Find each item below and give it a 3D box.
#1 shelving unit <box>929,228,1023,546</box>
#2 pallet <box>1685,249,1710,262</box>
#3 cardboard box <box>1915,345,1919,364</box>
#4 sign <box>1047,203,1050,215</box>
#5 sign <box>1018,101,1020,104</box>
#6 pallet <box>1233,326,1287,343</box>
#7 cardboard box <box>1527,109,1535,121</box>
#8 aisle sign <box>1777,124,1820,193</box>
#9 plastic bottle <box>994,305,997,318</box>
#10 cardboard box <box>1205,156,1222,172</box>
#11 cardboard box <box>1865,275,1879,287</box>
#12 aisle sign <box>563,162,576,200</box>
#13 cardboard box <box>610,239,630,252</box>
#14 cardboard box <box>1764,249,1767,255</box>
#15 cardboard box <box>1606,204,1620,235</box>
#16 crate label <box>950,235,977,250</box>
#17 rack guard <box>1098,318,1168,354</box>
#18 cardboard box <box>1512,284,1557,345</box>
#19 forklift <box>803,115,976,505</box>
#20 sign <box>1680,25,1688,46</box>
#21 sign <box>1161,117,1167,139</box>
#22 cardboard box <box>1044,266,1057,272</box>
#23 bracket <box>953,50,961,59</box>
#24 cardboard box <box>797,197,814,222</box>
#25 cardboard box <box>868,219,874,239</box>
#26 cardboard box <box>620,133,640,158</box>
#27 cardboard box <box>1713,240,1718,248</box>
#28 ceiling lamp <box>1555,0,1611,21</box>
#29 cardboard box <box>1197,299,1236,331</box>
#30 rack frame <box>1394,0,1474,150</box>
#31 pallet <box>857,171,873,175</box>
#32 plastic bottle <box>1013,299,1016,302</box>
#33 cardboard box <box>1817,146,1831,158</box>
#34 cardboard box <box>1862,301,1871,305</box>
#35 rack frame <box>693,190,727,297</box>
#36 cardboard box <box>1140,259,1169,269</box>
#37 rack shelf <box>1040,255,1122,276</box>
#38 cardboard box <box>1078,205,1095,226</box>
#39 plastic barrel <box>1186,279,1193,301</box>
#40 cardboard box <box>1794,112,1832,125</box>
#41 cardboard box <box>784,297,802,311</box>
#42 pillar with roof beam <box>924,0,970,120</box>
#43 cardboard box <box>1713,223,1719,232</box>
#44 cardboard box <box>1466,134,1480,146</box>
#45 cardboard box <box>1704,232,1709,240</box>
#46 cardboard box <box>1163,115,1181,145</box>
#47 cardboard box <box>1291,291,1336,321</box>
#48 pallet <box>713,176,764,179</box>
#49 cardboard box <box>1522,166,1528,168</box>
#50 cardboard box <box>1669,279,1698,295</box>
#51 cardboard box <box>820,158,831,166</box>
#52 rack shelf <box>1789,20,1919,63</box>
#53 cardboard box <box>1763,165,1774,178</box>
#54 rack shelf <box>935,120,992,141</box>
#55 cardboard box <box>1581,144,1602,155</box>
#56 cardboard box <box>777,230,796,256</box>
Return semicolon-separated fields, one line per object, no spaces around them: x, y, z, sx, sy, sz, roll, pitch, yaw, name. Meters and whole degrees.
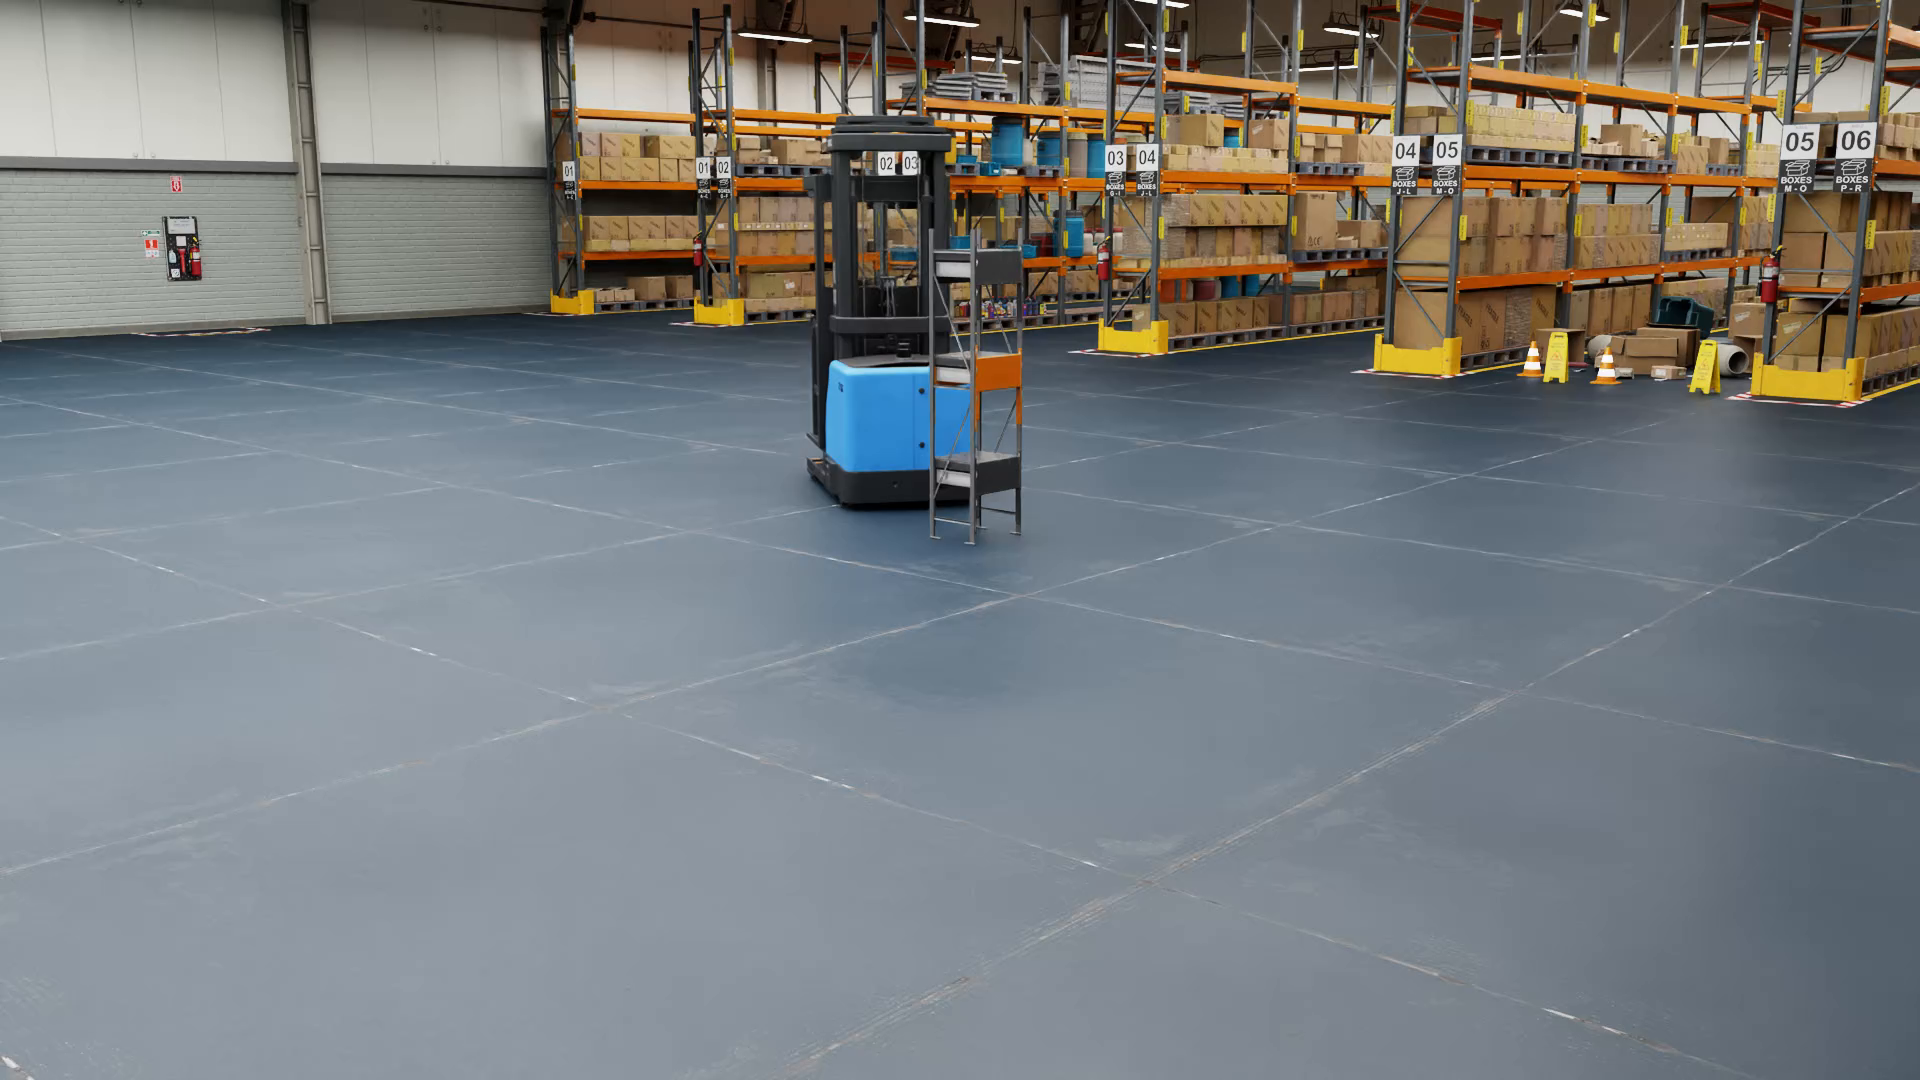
0.109;-1.054;11.334;0.431;2.100;0.503;10;15;40;shelving unit
12.917;-5.192;30.246;1.003;0.211;1.213;10;15;40;pallet
12.597;-2.512;22.285;0.500;0.250;0.500;11;16;43;cardboard box
2.499;-9.356;47.042;0.100;0.325;0.005;10;15;40;sign
1.687;-12.295;47.209;0.100;0.325;0.005;10;15;40;sign
4.924;-3.587;28.837;1.003;0.211;1.213;10;15;40;pallet
7.996;-6.077;23.803;0.380;0.149;0.250;10;15;41;cardboard box
9.886;-4.491;19.607;0.394;0.787;0.004;10;15;40;aisle sign
0.637;-4.264;30.952;0.097;0.271;0.097;0;11;0;plastic bottle
3.879;-6.053;26.790;0.500;0.250;0.500;10;15;40;cardboard box
10.917;-3.155;20.199;0.380;0.149;0.250;9;15;39;cardboard box
-8.284;-7.616;35.252;0.394;0.787;0.004;10;15;40;aisle sign
-7.569;-6.436;36.313;0.500;0.250;0.500;9;15;39;cardboard box
15.839;-5.740;33.139;0.380;0.149;0.250;10;15;41;cardboard box
10.330;-5.239;27.181;0.700;0.500;0.500;10;15;40;cardboard box
-0.008;-5.433;30.869;0.502;0.435;0.616;10;15;40;crate label
2.751;-3.254;26.436;1.175;0.500;0.348;10;15;40;rack guard
8.533;-3.482;25.545;0.875;0.875;0.875;10;15;41;cardboard box
-0.677;-1.944;13.666;1.130;2.935;3.031;-3;12;-13;forklift
12.060;-8.396;27.692;0.100;0.325;0.005;10;15;40;sign
3.108;-6.299;25.404;0.100;0.325;0.005;10;15;40;sign
2.021;-6.687;40.583;0.500;0.250;0.500;10;15;40;cardboard box
-0.187;-13.093;44.805;0.235;0.232;0.430;10;15;40;bracket
-3.380;-6.737;33.920;0.700;0.500;0.500;10;15;40;cardboard box
-2.315;-7.886;42.178;0.500;0.500;0.500;10;15;42;cardboard box
-7.326;-8.580;36.199;0.500;0.500;0.500;10;15;42;cardboard box
13.831;-5.502;30.878;0.380;0.149;0.250;10;15;40;cardboard box
12.141;-11.560;31.416;0.800;3.185;2.000;10;15;40;ceiling lamp
4.324;-3.797;28.081;0.500;0.500;0.500;8;14;35;cardboard box
6.360;-6.755;22.262;1.000;3.000;0.127;10;15;40;rack frame
-1.525;-7.848;35.880;0.805;0.209;1.217;9;14;38;pallet
1.081;-4.586;32.561;0.097;0.271;0.097;0;11;0;plastic bottle
10.170;-4.624;19.895;0.380;0.149;0.250;10;15;41;cardboard box
12.065;-3.257;22.445;0.380;0.149;0.250;10;15;41;cardboard box
-5.821;-6.979;38.701;1.000;3.000;0.127;10;15;40;rack frame
3.068;-4.357;26.215;0.380;0.149;0.250;10;15;40;cardboard box
2.941;-5.639;33.831;1.077;0.370;4.000;10;15;40;rack shelf
3.323;-8.163;41.822;0.500;0.500;0.500;10;15;41;cardboard box
4.877;-5.441;36.282;0.421;0.512;0.421;0;11;0;plastic barrel
10.146;-5.015;19.813;0.380;0.149;0.250;10;15;41;cardboard box
-3.559;-4.806;33.768;0.500;0.250;0.500;10;15;40;cardboard box
2.506;-10.756;42.295;9.100;9.000;0.548;10;15;40;pillar with roof beam
13.814;-5.791;30.805;0.380;0.149;0.250;9;15;39;cardboard box
6.827;-5.425;22.575;0.380;0.149;0.250;10;15;41;cardboard box
13.478;-5.569;30.452;0.380;0.149;0.250;9;14;37;cardboard box
3.534;-6.641;27.059;0.500;0.500;0.500;10;15;40;cardboard box
6.461;-4.285;30.473;0.700;0.500;0.500;8;14;36;cardboard box
-5.334;-8.435;38.811;1.213;0.211;1.003;10;15;40;pallet
11.904;-8.270;35.922;0.700;0.500;0.500;11;15;43;cardboard box
12.949;-4.554;29.954;0.500;0.250;0.500;10;15;41;cardboard box
-2.689;-7.748;34.107;0.380;0.149;0.250;10;15;40;cardboard box
11.465;-6.070;20.676;1.077;0.370;4.000;10;15;40;rack shelf
15.467;-7.159;32.326;0.500;0.250;0.500;11;15;43;cardboard box
-0.777;-9.026;36.492;1.077;0.370;4.000;10;15;40;rack shelf
9.871;-6.125;26.079;0.250;0.149;0.380;10;15;40;cardboard box
-3.745;-6.017;33.628;0.700;0.500;0.500;10;15;41;cardboard box
